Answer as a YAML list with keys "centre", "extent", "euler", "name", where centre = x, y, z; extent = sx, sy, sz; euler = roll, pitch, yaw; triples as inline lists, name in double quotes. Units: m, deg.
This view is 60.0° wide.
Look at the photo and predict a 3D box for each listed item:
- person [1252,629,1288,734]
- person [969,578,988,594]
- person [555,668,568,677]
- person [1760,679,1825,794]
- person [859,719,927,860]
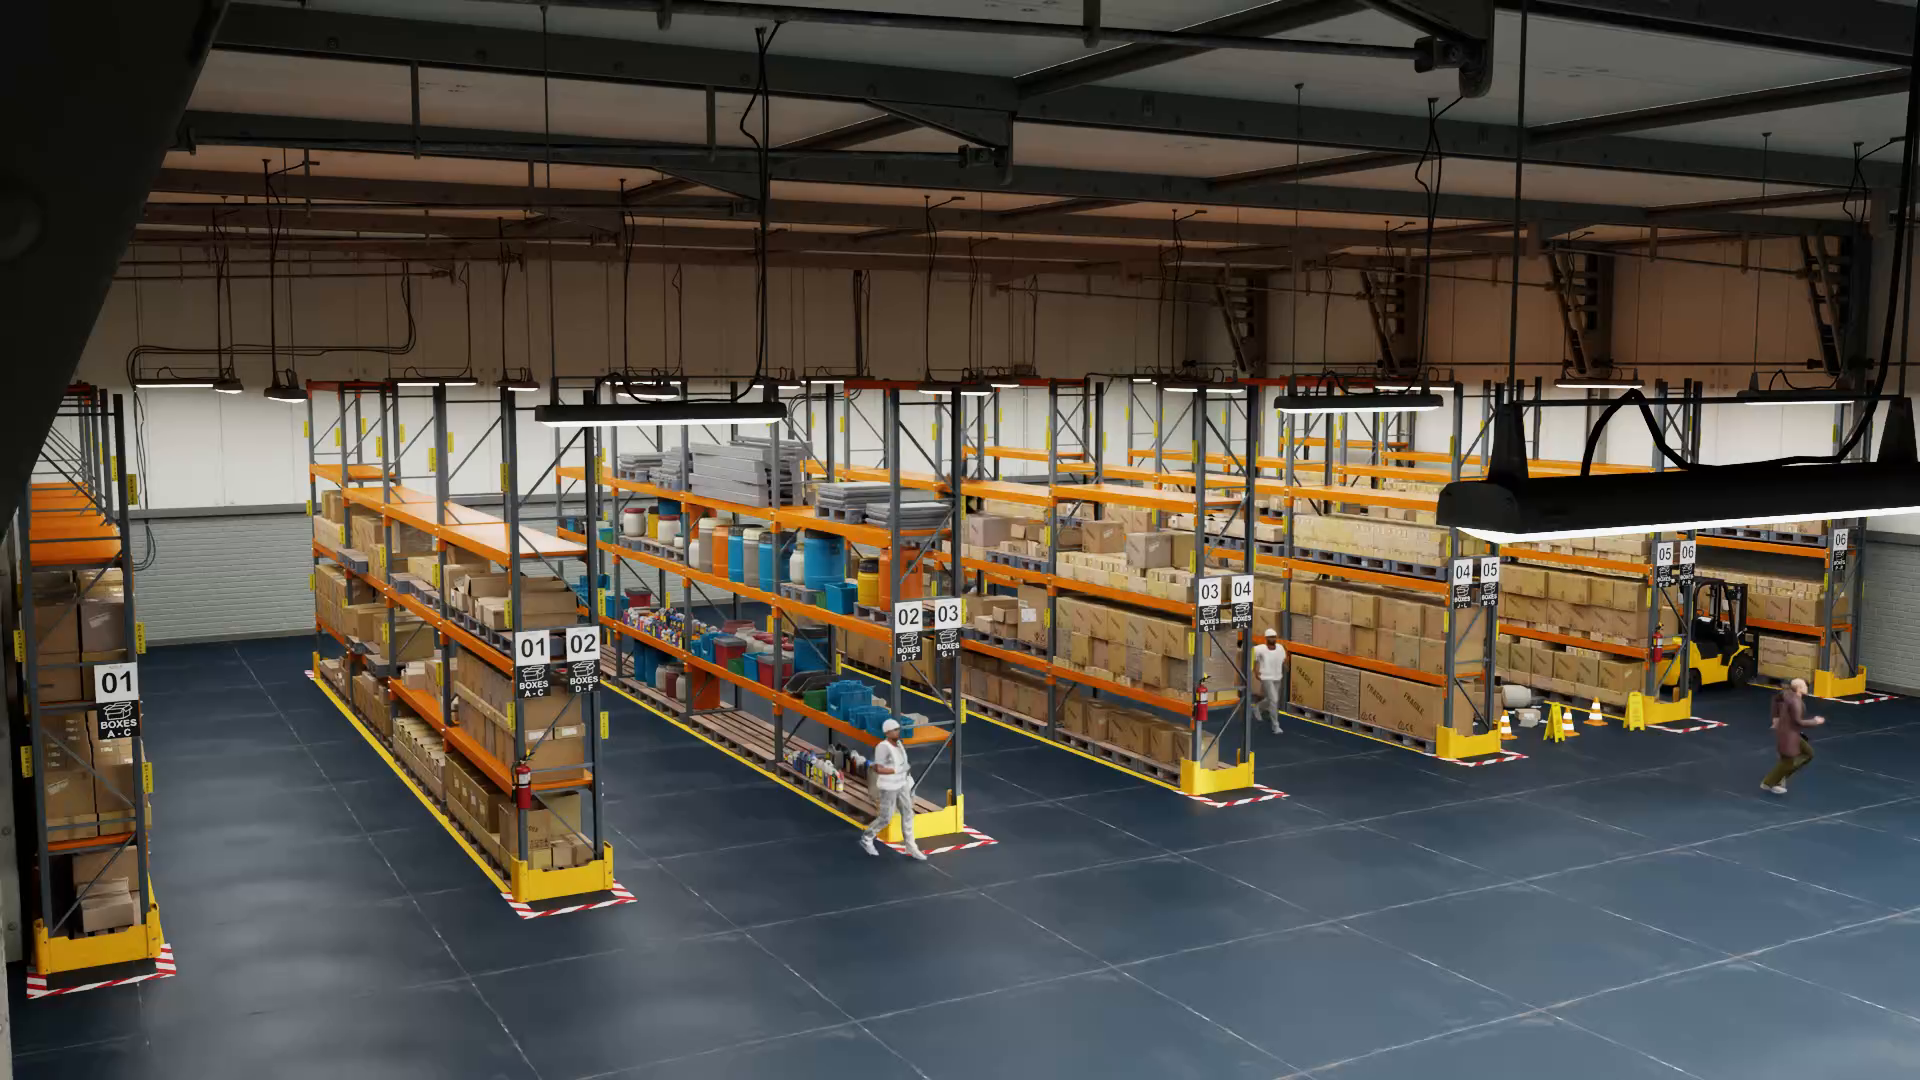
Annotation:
- centre: [5.361, 2.403, 28.733]
  extent: [0.685, 1.774, 0.900]
  euler: [-3, 7, -26]
  name: "person"
- centre: [0.426, 1.603, 37.298]
  extent: [0.533, 1.573, 0.546]
  euler: [-2, 7, -22]
  name: "person"
- centre: [-7.044, 2.373, 28.963]
  extent: [0.636, 1.823, 0.763]
  euler: [-5, 8, -38]
  name: "person"
- centre: [12.199, 2.871, 24.359]
  extent: [0.794, 1.729, 0.759]
  euler: [2, 6, 19]
  name: "person"
- centre: [-0.874, 3.177, 21.183]
  extent: [0.867, 1.815, 0.685]
  euler: [3, 7, 24]
  name: "person"
